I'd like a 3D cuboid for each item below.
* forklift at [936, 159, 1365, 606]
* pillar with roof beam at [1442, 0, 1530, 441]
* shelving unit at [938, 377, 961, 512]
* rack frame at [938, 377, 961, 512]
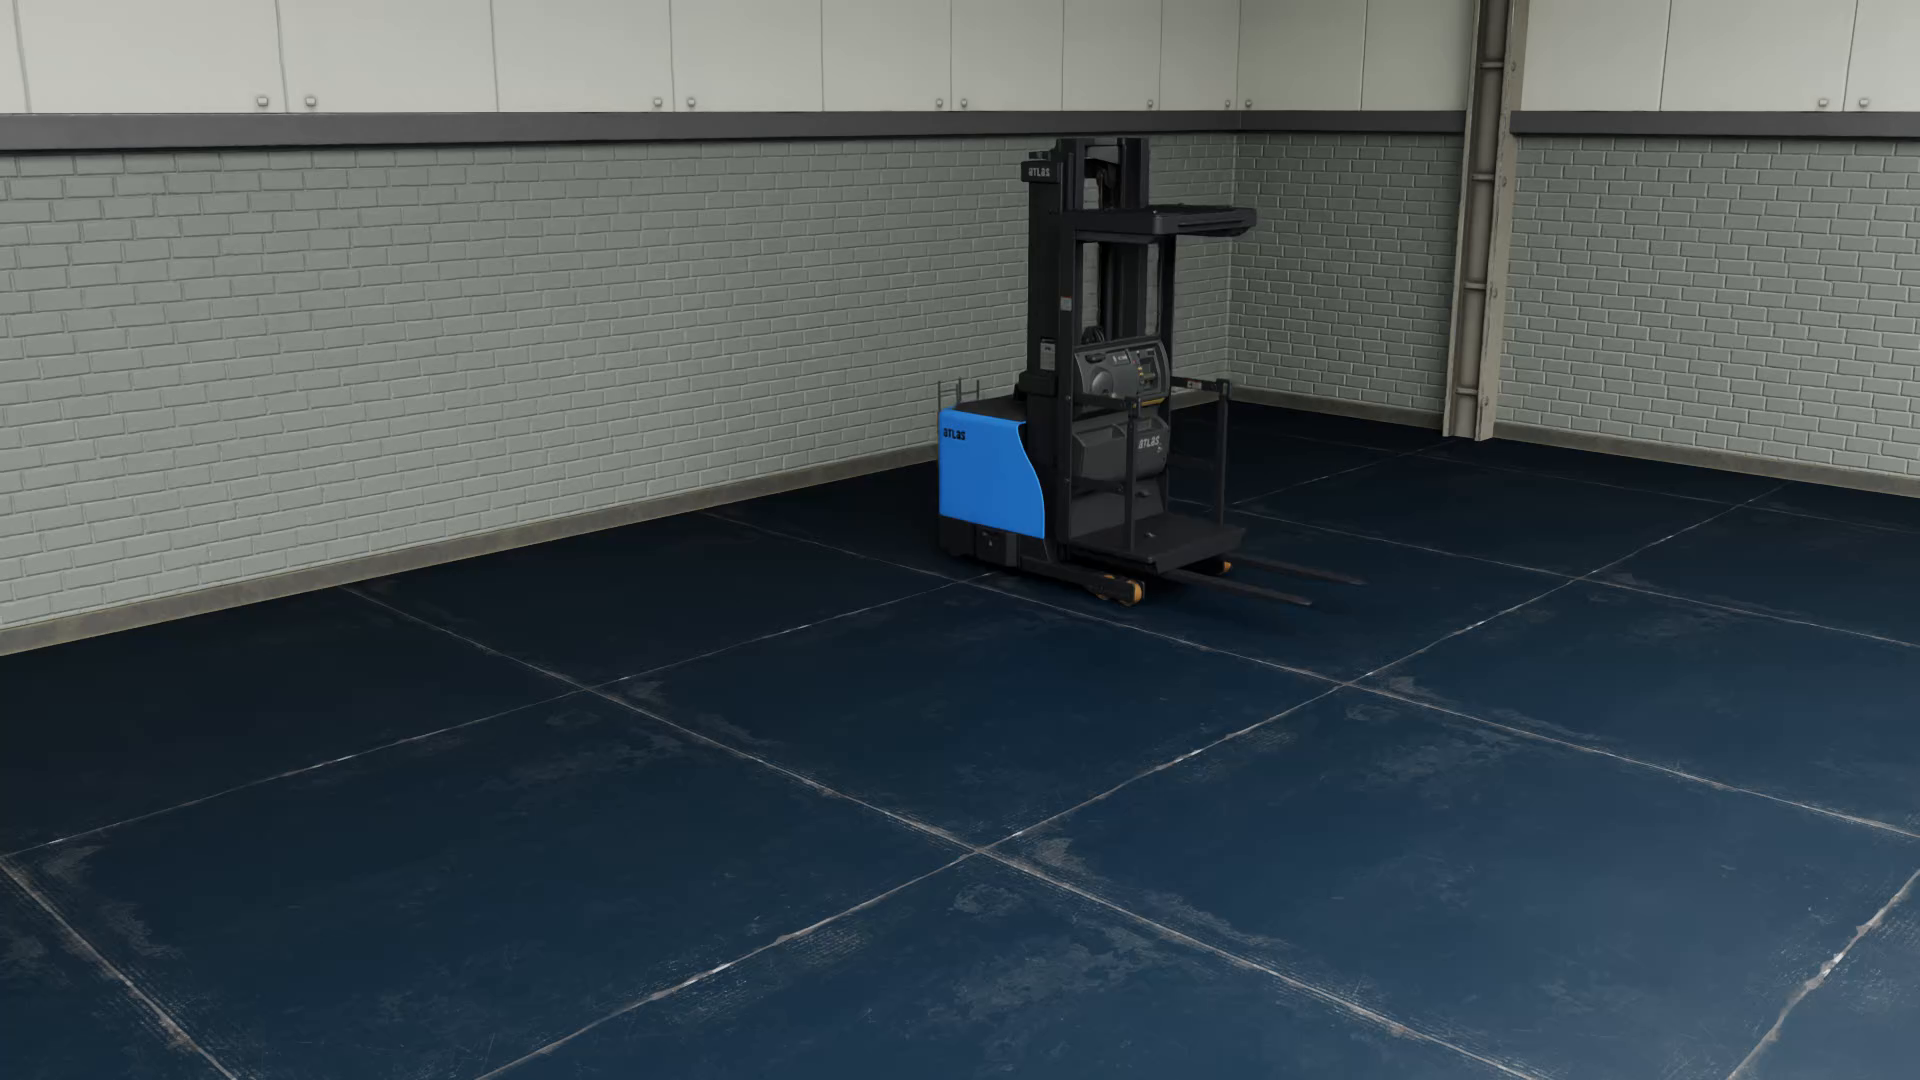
[{"bbox_3d":[1.242,-1.074,11.007,3.031,2.797,1.129,14,20,42],"label":"forklift"},{"bbox_3d":[2.004,-4.593,12.211,0.400,9.000,9.100,14,20,42],"label":"pillar with roof beam"},{"bbox_3d":[-0.012,-0.584,12.292,0.184,1.200,0.258,14,20,42],"label":"shelving unit"},{"bbox_3d":[-0.076,-0.599,12.352,0.006,1.200,0.240,14,20,42],"label":"rack frame"}]
